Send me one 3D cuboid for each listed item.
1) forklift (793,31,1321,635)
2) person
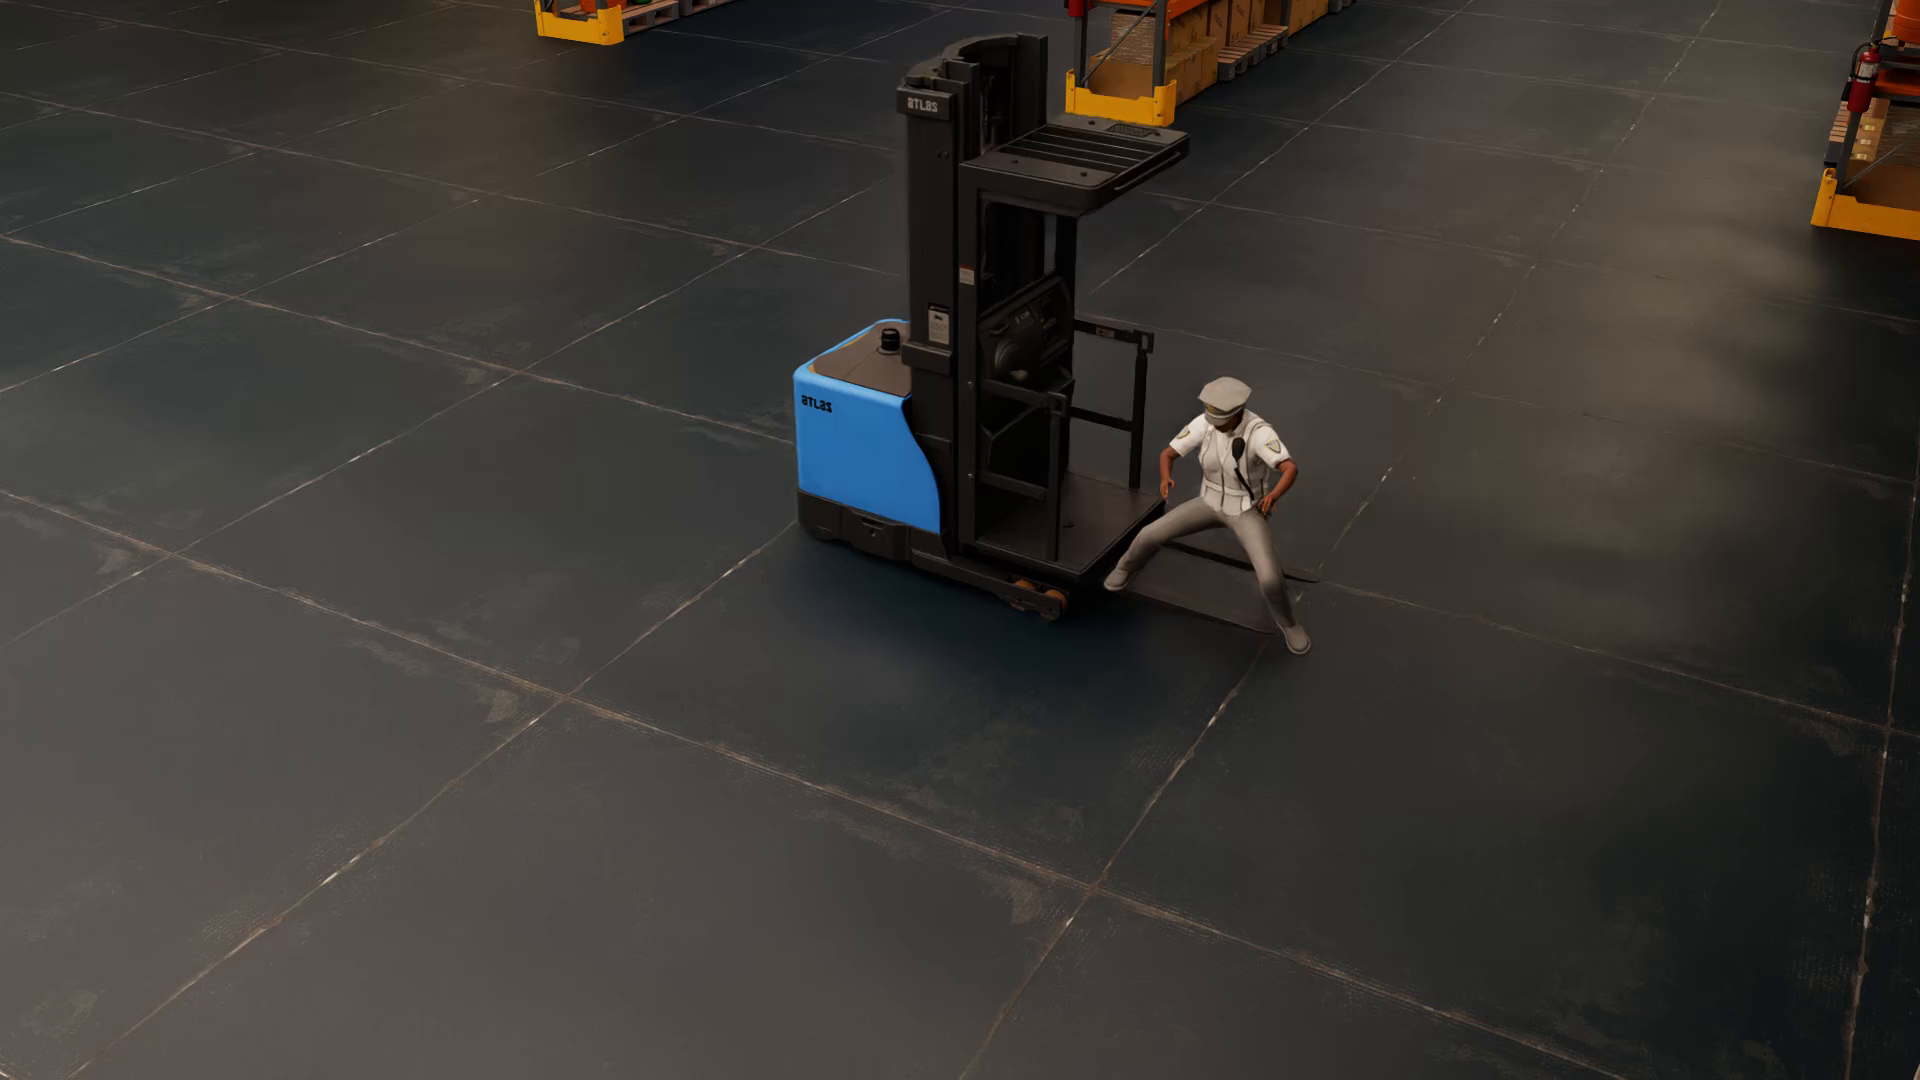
[{"bbox_3d":[0.540,-1.128,9.026,3.031,2.935,1.130,17,34,27],"label":"forklift"},{"bbox_3d":[1.362,-0.141,8.696,1.100,1.416,0.675,22,37,33],"label":"person"}]
